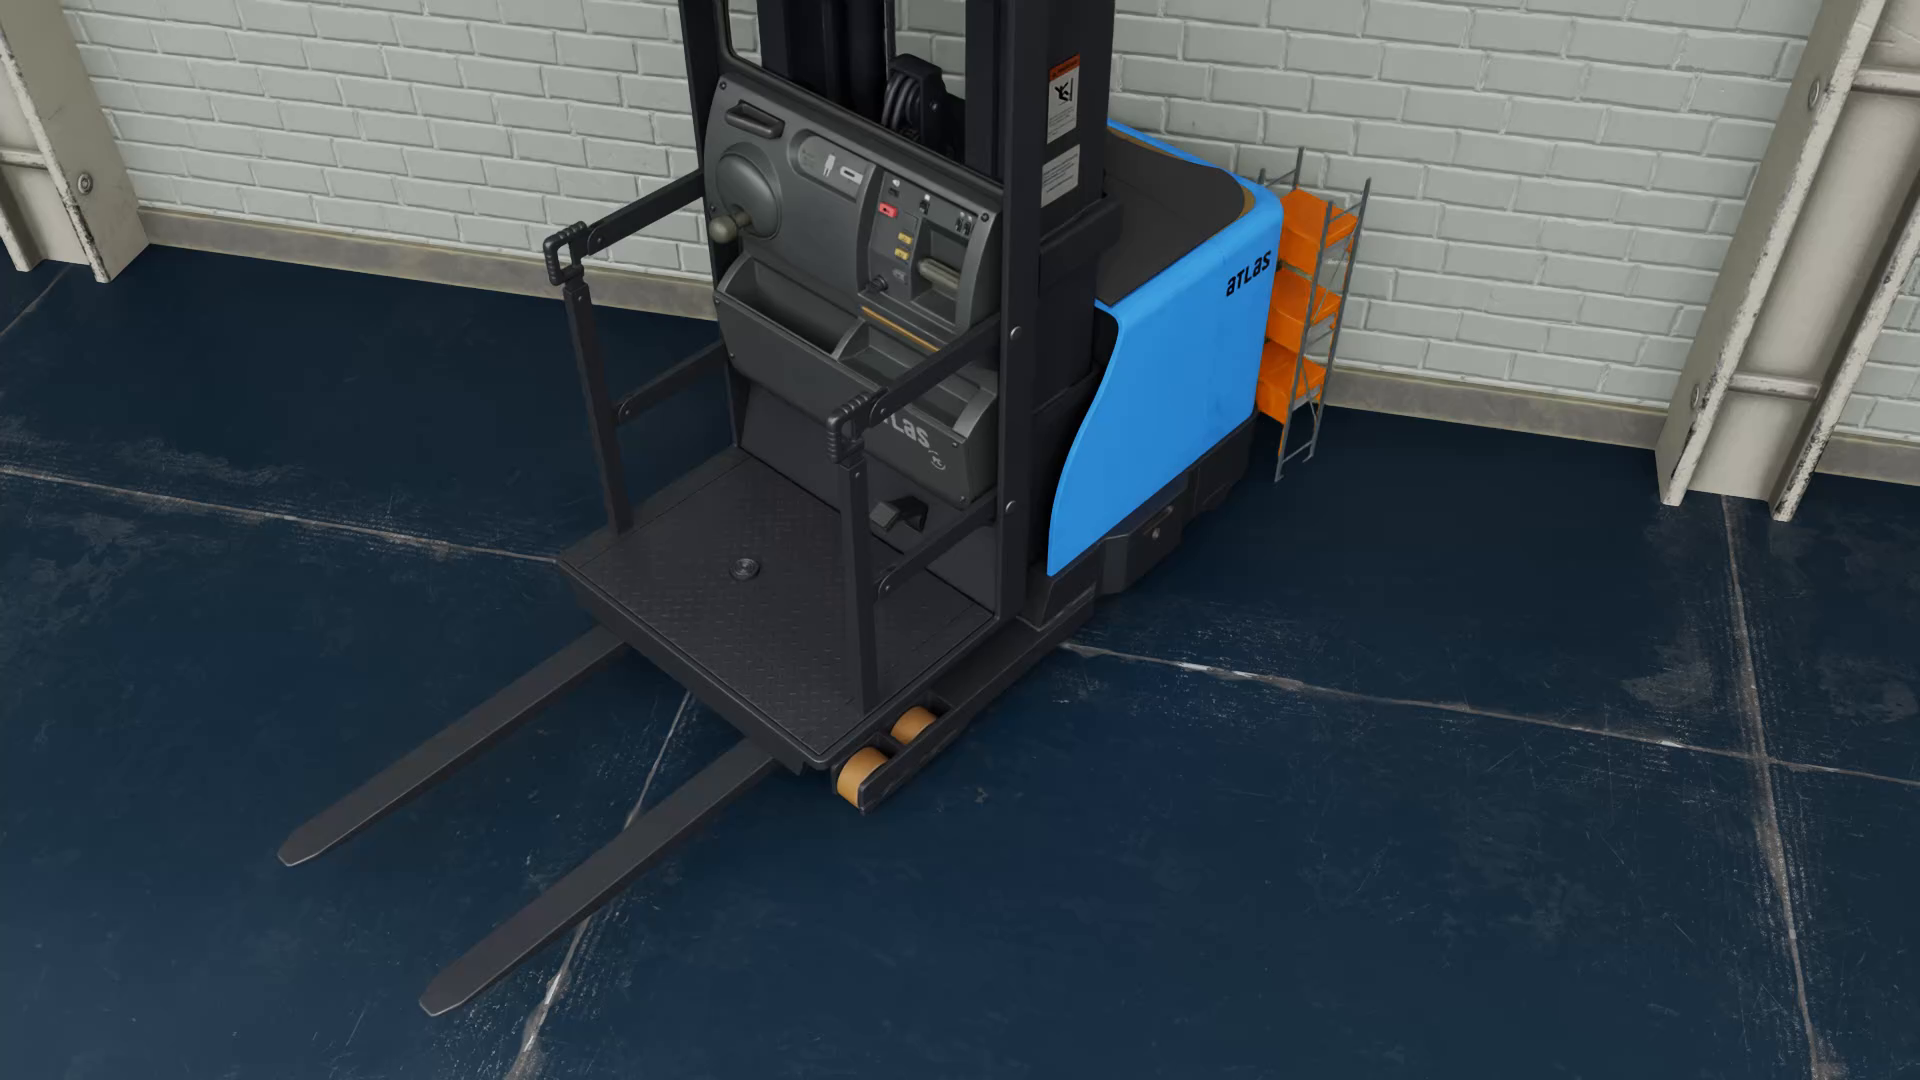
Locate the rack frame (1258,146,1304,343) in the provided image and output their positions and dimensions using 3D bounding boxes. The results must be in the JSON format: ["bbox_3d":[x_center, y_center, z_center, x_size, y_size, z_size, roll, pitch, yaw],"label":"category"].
[{"bbox_3d":[0.942,-0.742,5.260,0.200,1.050,0.008,-33,53,-31],"label":"rack frame"}]

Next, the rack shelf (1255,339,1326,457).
[{"bbox_3d":[1.022,-0.470,5.393,0.215,0.259,0.240,-33,53,-31],"label":"rack shelf"}]

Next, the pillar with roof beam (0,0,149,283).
[{"bbox_3d":[-4.301,-1.429,0.246,0.400,9.000,9.100,9,45,9],"label":"pillar with roof beam"}]

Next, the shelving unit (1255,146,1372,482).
[{"bbox_3d":[1.027,-0.681,5.197,0.215,1.050,0.252,-33,53,-31],"label":"shelving unit"}]

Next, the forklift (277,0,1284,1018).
[{"bbox_3d":[-0.426,-0.734,3.899,1.130,2.935,3.031,32,53,29],"label":"forklift"}]

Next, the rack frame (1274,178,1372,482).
[{"bbox_3d":[1.111,-0.620,5.133,0.200,1.050,0.008,-33,53,-31],"label":"rack frame"}]

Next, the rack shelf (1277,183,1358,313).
[{"bbox_3d":[1.031,-0.881,5.011,0.215,0.259,0.240,-33,53,-31],"label":"rack shelf"}]

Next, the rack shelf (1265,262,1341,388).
[{"bbox_3d":[1.026,-0.674,5.204,0.215,0.259,0.240,-33,53,-31],"label":"rack shelf"}]
